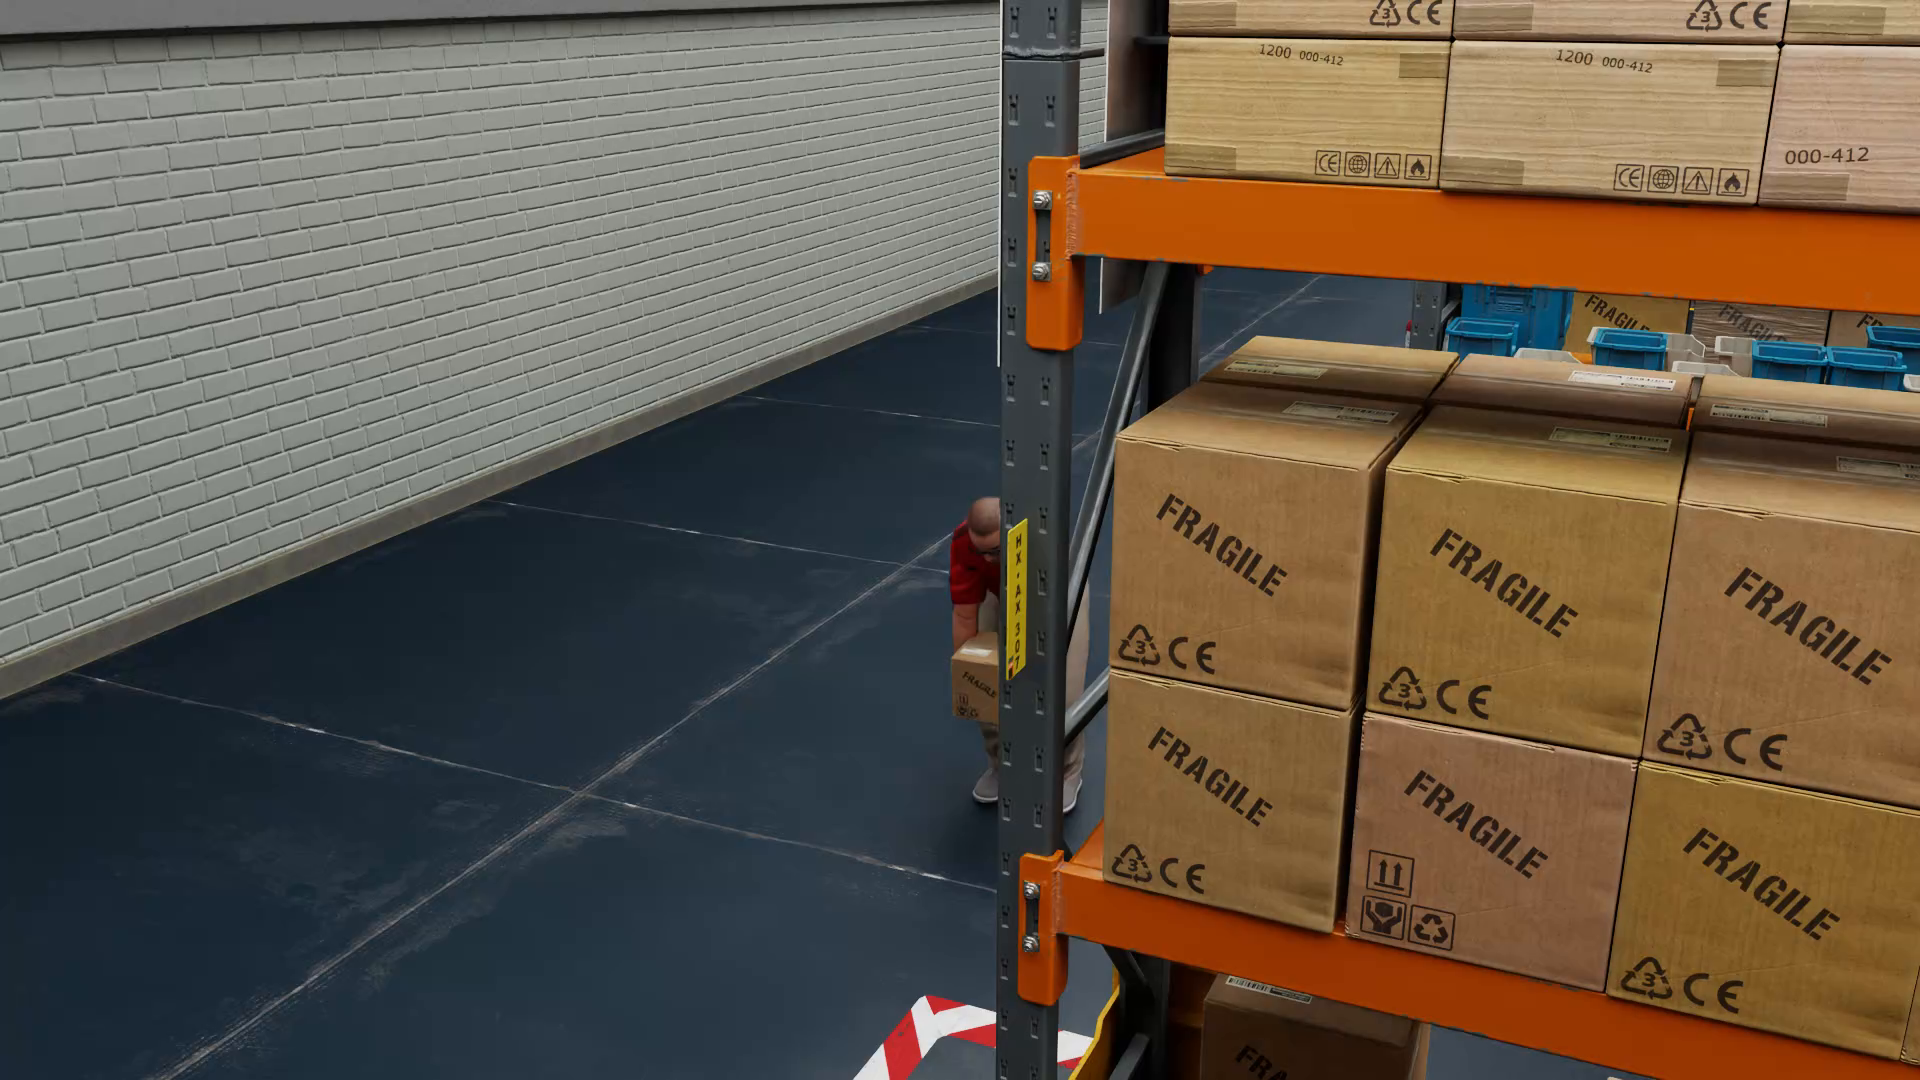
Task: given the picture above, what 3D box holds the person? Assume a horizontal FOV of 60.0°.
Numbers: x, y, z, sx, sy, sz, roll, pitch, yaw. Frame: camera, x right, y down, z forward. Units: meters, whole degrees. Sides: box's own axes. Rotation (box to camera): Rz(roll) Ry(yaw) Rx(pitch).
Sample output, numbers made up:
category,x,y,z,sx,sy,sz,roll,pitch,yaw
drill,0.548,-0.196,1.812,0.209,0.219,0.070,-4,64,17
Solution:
category,x,y,z,sx,sy,sz,roll,pitch,yaw
person,0.204,0.415,6.358,0.474,1.255,0.782,8,20,21
